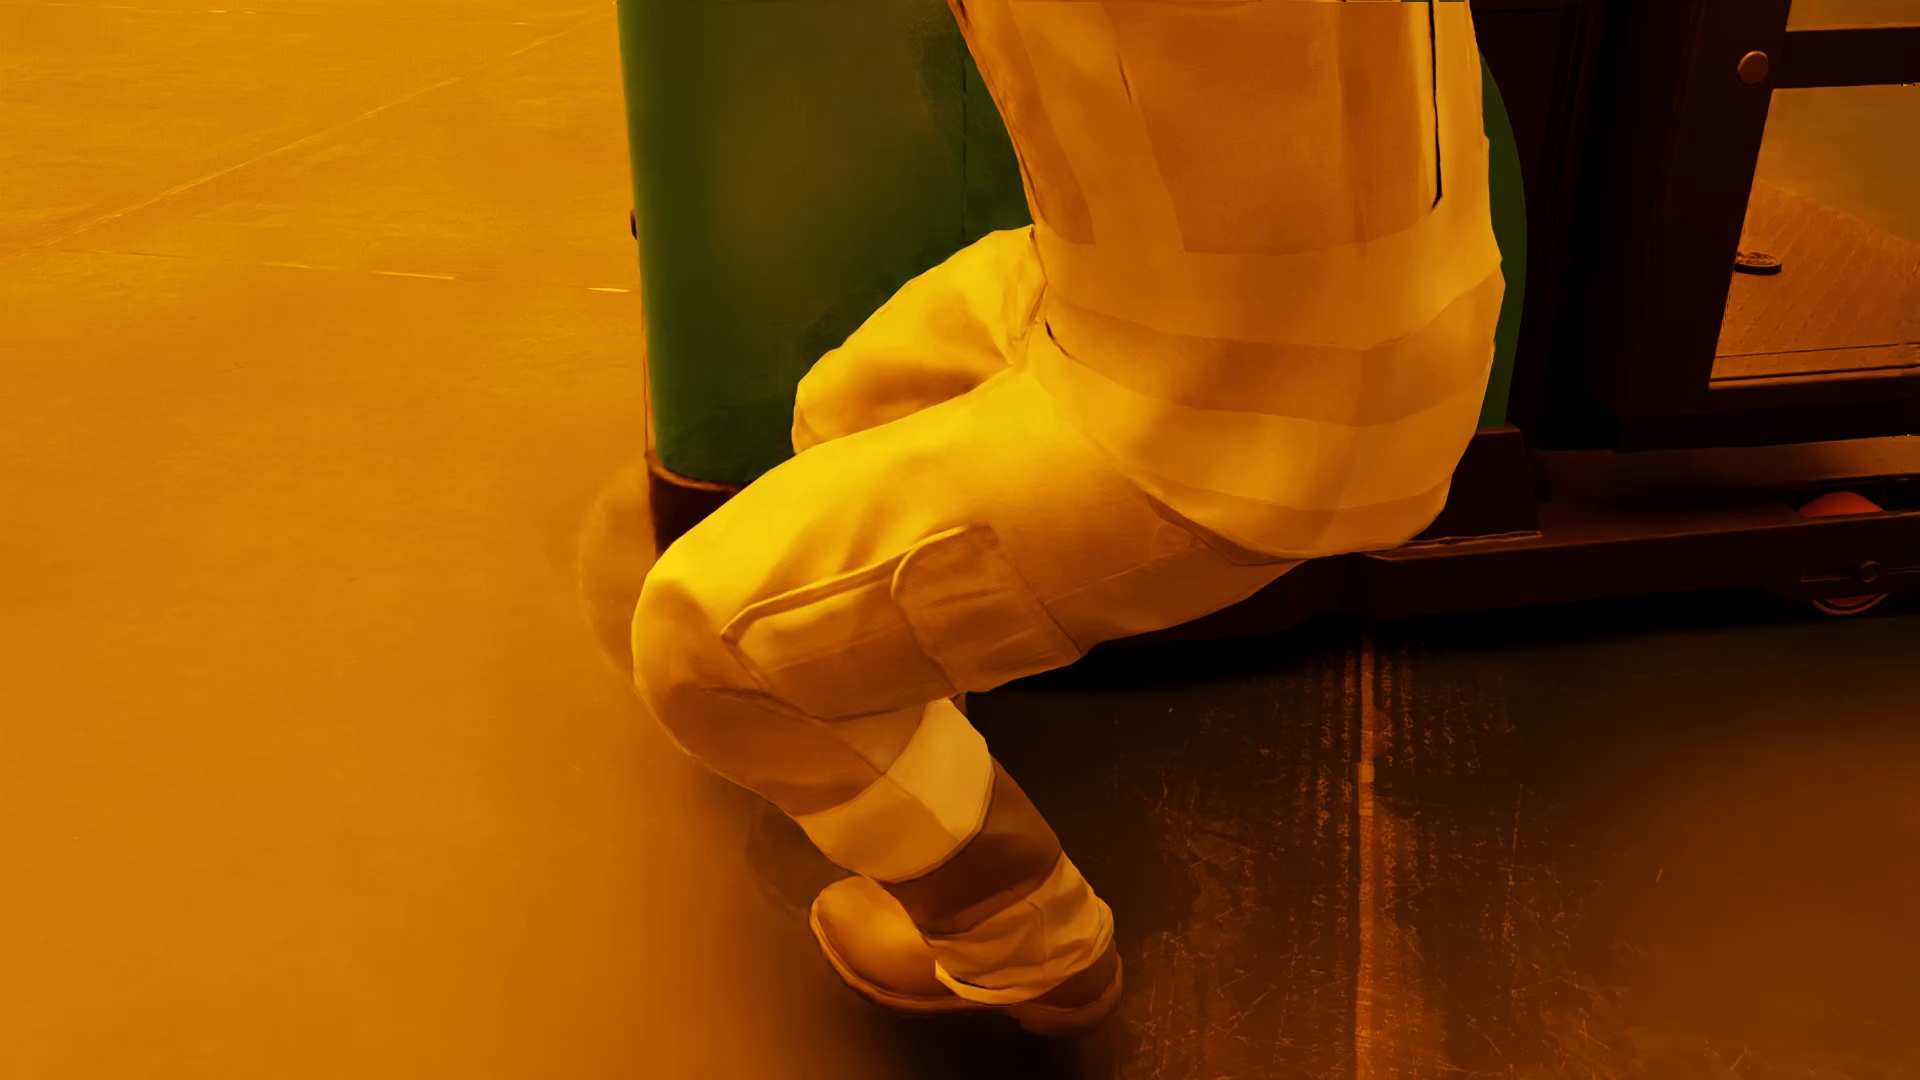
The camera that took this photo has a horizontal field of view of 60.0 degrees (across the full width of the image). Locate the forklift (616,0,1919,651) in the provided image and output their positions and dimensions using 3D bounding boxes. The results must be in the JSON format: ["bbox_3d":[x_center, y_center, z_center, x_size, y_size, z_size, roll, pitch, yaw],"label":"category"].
[{"bbox_3d":[1.039,-1.435,2.091,3.031,2.935,1.130,-5,27,-9],"label":"forklift"}]

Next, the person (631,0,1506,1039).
[{"bbox_3d":[-0.045,-0.149,1.145,0.804,1.478,1.613,-2,27,-4],"label":"person"}]
